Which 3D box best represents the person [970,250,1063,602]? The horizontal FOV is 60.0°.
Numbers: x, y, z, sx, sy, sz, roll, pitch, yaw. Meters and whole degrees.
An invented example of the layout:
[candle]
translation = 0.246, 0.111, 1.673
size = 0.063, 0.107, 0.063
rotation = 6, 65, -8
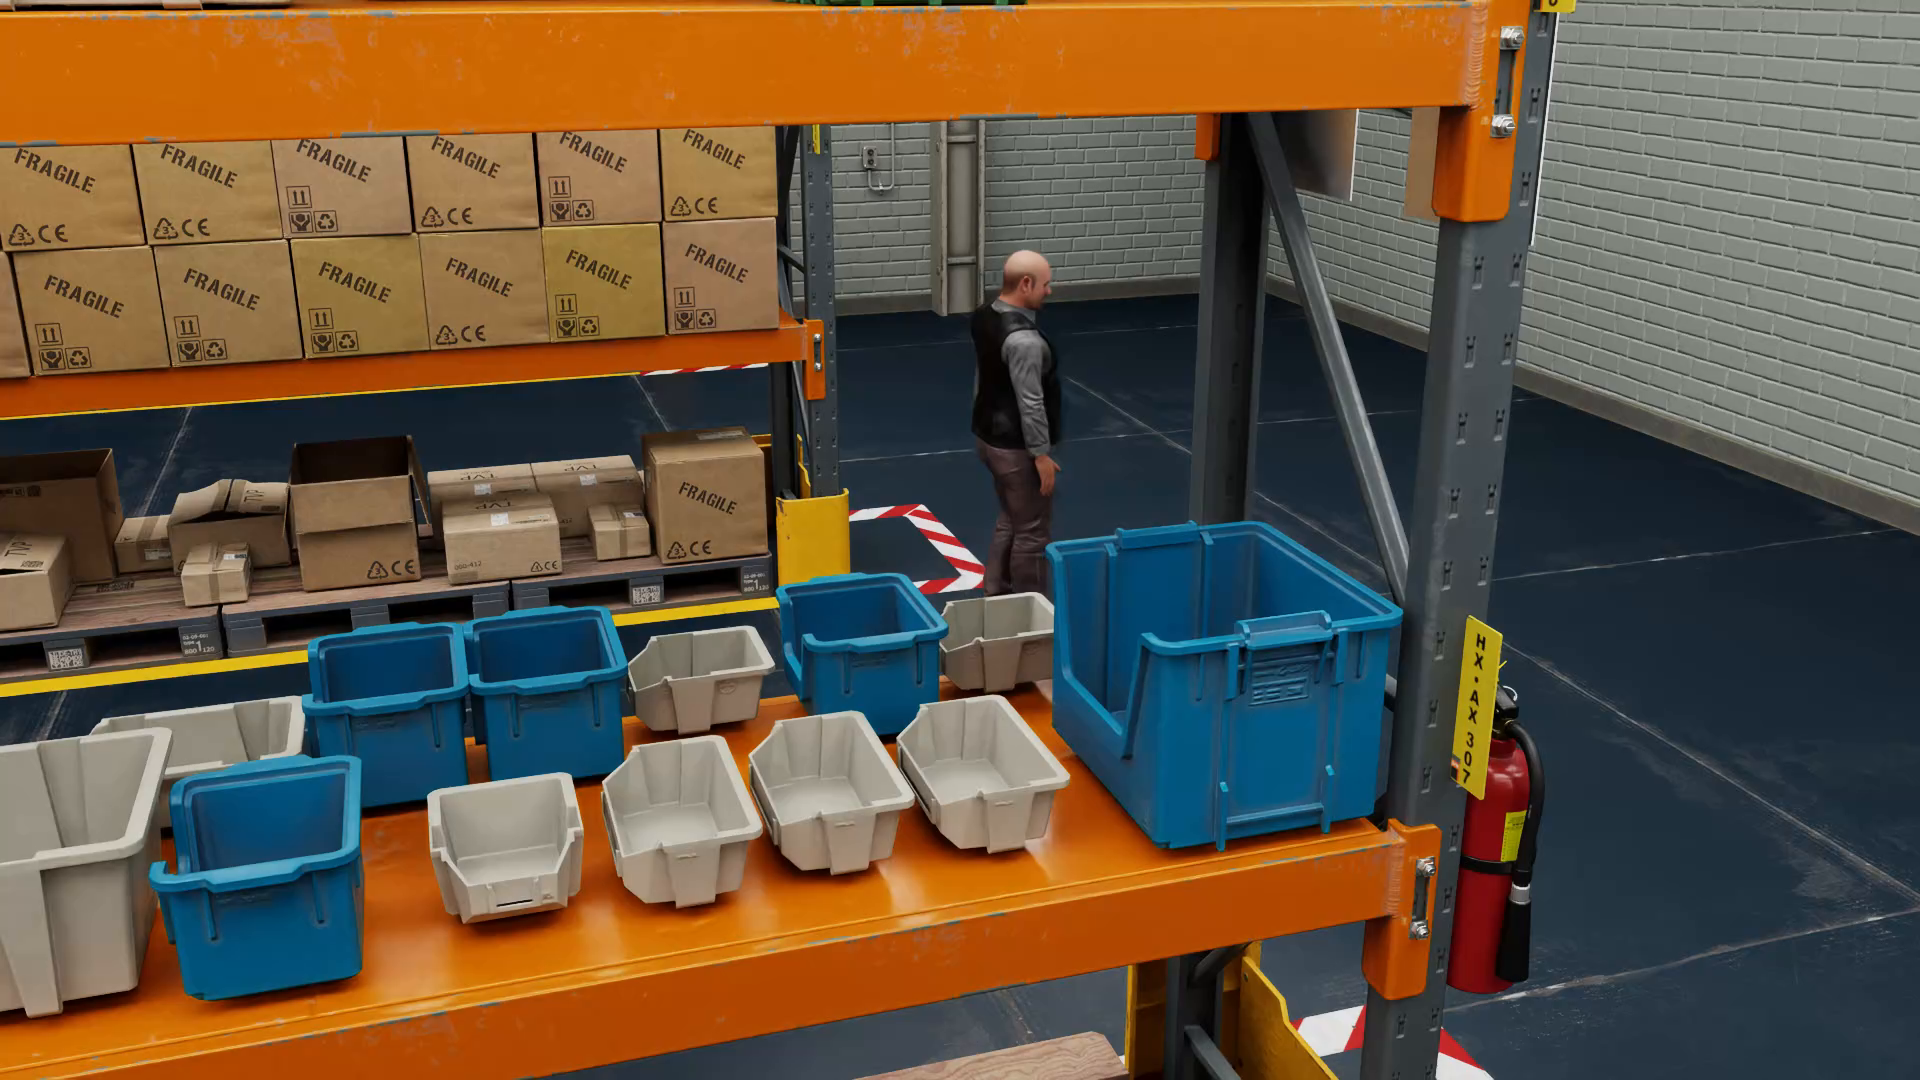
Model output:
[person]
translation = 0.308, -0.371, 7.241
size = 0.477, 1.798, 0.585
rotation = -7, 20, -18
